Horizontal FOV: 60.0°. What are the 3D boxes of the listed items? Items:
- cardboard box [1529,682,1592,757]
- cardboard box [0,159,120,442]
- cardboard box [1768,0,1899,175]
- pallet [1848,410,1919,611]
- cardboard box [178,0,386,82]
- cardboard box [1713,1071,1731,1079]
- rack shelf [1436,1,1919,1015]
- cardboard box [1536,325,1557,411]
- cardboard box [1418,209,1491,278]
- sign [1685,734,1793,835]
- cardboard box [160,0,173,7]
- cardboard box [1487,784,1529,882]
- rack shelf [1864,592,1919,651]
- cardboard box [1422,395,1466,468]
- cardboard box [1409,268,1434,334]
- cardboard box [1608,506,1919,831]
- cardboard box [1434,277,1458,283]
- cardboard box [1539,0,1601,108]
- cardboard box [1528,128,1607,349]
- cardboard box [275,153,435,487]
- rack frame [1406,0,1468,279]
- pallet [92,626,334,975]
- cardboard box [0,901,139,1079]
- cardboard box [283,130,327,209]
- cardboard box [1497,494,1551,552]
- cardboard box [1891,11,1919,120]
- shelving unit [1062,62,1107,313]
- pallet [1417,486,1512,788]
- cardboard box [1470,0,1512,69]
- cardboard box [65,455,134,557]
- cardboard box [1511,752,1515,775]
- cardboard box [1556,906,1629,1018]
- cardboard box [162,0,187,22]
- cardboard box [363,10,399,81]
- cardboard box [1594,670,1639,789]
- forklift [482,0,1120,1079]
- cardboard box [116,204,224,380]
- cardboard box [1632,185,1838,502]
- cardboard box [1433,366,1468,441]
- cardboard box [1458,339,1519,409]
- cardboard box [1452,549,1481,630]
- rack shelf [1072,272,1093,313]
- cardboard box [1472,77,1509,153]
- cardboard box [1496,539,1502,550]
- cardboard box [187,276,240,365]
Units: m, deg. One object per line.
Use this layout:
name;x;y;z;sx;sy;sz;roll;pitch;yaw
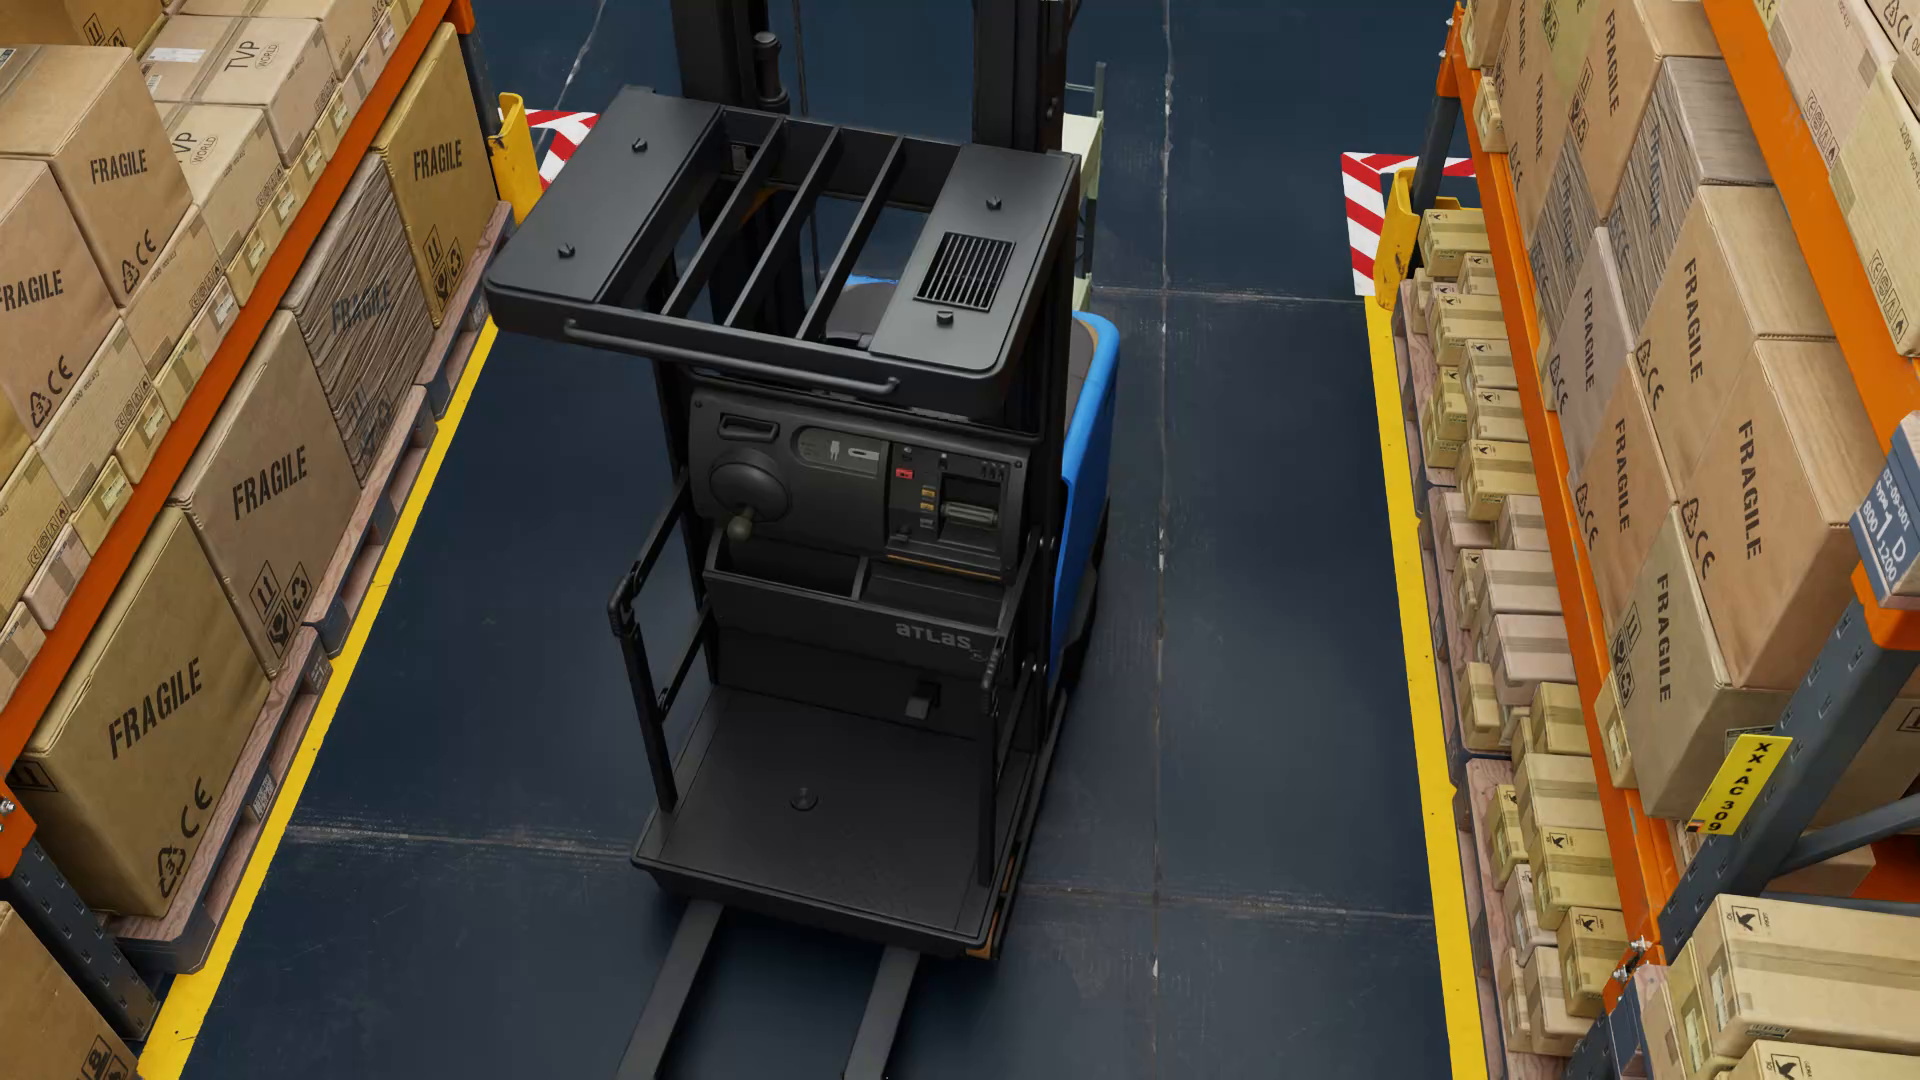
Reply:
cardboard box;1.912;0.578;4.932;0.380;0.149;0.250;5;48;5
cardboard box;-2.541;-0.610;4.167;0.500;0.500;0.500;4;48;4
cardboard box;1.871;-0.910;3.118;0.500;0.250;0.500;4;48;3
pallet;1.875;0.294;2.042;1.213;0.211;1.003;4;48;4
cardboard box;-2.355;-1.853;5.812;0.500;0.250;0.500;3;48;3
cardboard box;1.522;1.089;2.906;0.380;0.149;0.250;3;48;3
rack shelf;2.220;-0.430;5.098;1.077;0.370;4.000;4;48;4
cardboard box;1.902;-0.498;4.843;0.380;0.149;0.250;5;48;4
cardboard box;2.016;-1.161;6.523;0.380;0.149;0.250;2;48;2
sign;1.497;0.474;3.197;0.100;0.325;0.005;4;48;4
cardboard box;-2.886;-2.151;5.577;0.500;0.500;0.500;3;48;3
cardboard box;1.769;0.866;4.871;0.380;0.149;0.250;2;48;2
rack shelf;1.856;1.497;1.303;1.077;0.370;4.000;4;48;4
cardboard box;1.945;-0.397;6.228;0.380;0.149;0.250;4;48;4
cardboard box;2.036;-0.959;6.741;0.380;0.149;0.250;5;48;4
cardboard box;1.801;0.288;3.684;0.500;0.500;0.500;4;48;4
cardboard box;2.099;-1.055;6.628;0.380;0.149;0.250;6;48;5
cardboard box;1.988;-1.550;4.688;0.500;0.500;0.500;3;48;3
cardboard box;1.965;-0.836;4.713;0.500;0.500;0.500;3;48;3
cardboard box;-2.589;-0.831;6.132;0.875;0.875;0.875;4;48;4
rack frame;2.402;-2.142;6.177;1.000;3.000;0.127;4;48;4
pallet;-2.745;0.777;5.397;1.003;0.211;1.213;4;48;4
cardboard box;-2.931;1.436;4.059;1.225;0.875;0.875;4;48;4
cardboard box;-2.347;-1.240;5.522;0.380;0.149;0.250;4;48;4
cardboard box;1.988;-0.001;5.462;0.380;0.149;0.250;4;48;4
cardboard box;1.827;-0.690;2.578;0.500;0.250;0.500;2;48;2
shelving unit;0.214;-0.903;6.059;0.431;1.500;0.755;11;49;10
pallet;2.172;0.343;5.793;1.003;0.211;1.213;4;48;4
cardboard box;2.086;-1.965;5.745;0.500;0.500;0.500;6;48;5
cardboard box;-2.487;-0.108;4.486;0.380;0.149;0.250;5;48;5
cardboard box;1.946;0.737;5.190;0.380;0.149;0.250;3;48;3
cardboard box;1.811;1.138;4.421;0.380;0.149;0.250;5;48;5
cardboard box;-2.881;-1.883;5.840;0.500;0.250;0.500;3;48;3
cardboard box;-2.278;-1.805;6.039;0.380;0.149;0.250;4;48;4
cardboard box;1.746;0.459;3.967;0.380;0.149;0.250;3;48;2
forklift;-0.334;-0.040;4.300;1.130;2.935;3.031;11;49;10
cardboard box;-2.497;-0.734;4.789;0.500;0.250;0.500;5;48;4
cardboard box;1.853;-0.419;3.653;0.500;0.500;0.500;3;48;2
cardboard box;1.952;-0.490;6.111;0.380;0.149;0.250;5;48;5
cardboard box;2.020;-0.586;5.997;0.380;0.149;0.250;2;48;2
cardboard box;1.908;0.179;5.701;0.380;0.149;0.250;4;48;4
rack shelf;0.214;-0.683;6.300;0.431;0.370;0.720;11;49;10
cardboard box;1.987;-1.458;5.721;0.380;0.149;0.250;3;48;2
cardboard box;2.005;0.111;5.561;0.380;0.149;0.250;6;48;5
cardboard box;-2.417;-0.674;5.004;0.380;0.149;0.250;4;48;4
